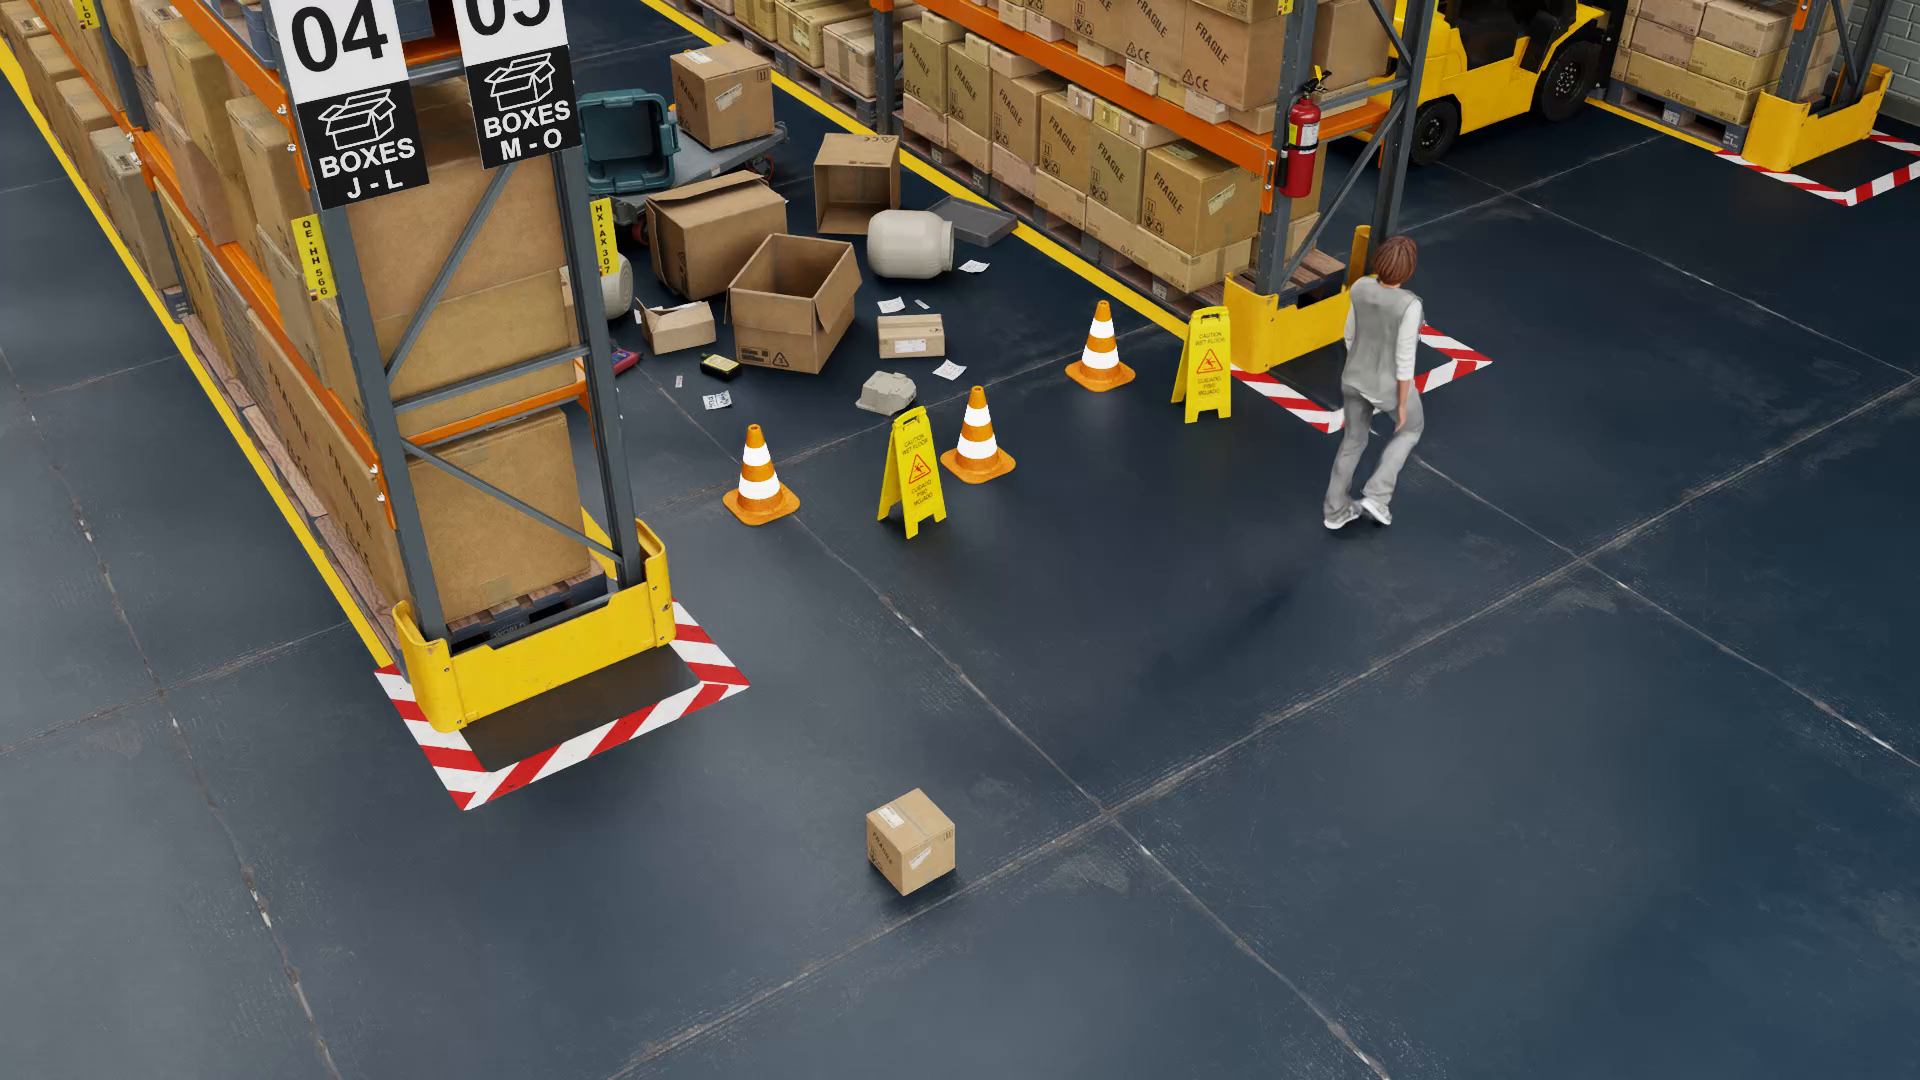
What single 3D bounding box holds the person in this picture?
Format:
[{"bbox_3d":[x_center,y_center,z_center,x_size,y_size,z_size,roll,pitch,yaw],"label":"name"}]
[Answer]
[{"bbox_3d":[2.013,-0.744,7.985,0.470,1.620,0.439,-31,47,-34],"label":"person"}]
